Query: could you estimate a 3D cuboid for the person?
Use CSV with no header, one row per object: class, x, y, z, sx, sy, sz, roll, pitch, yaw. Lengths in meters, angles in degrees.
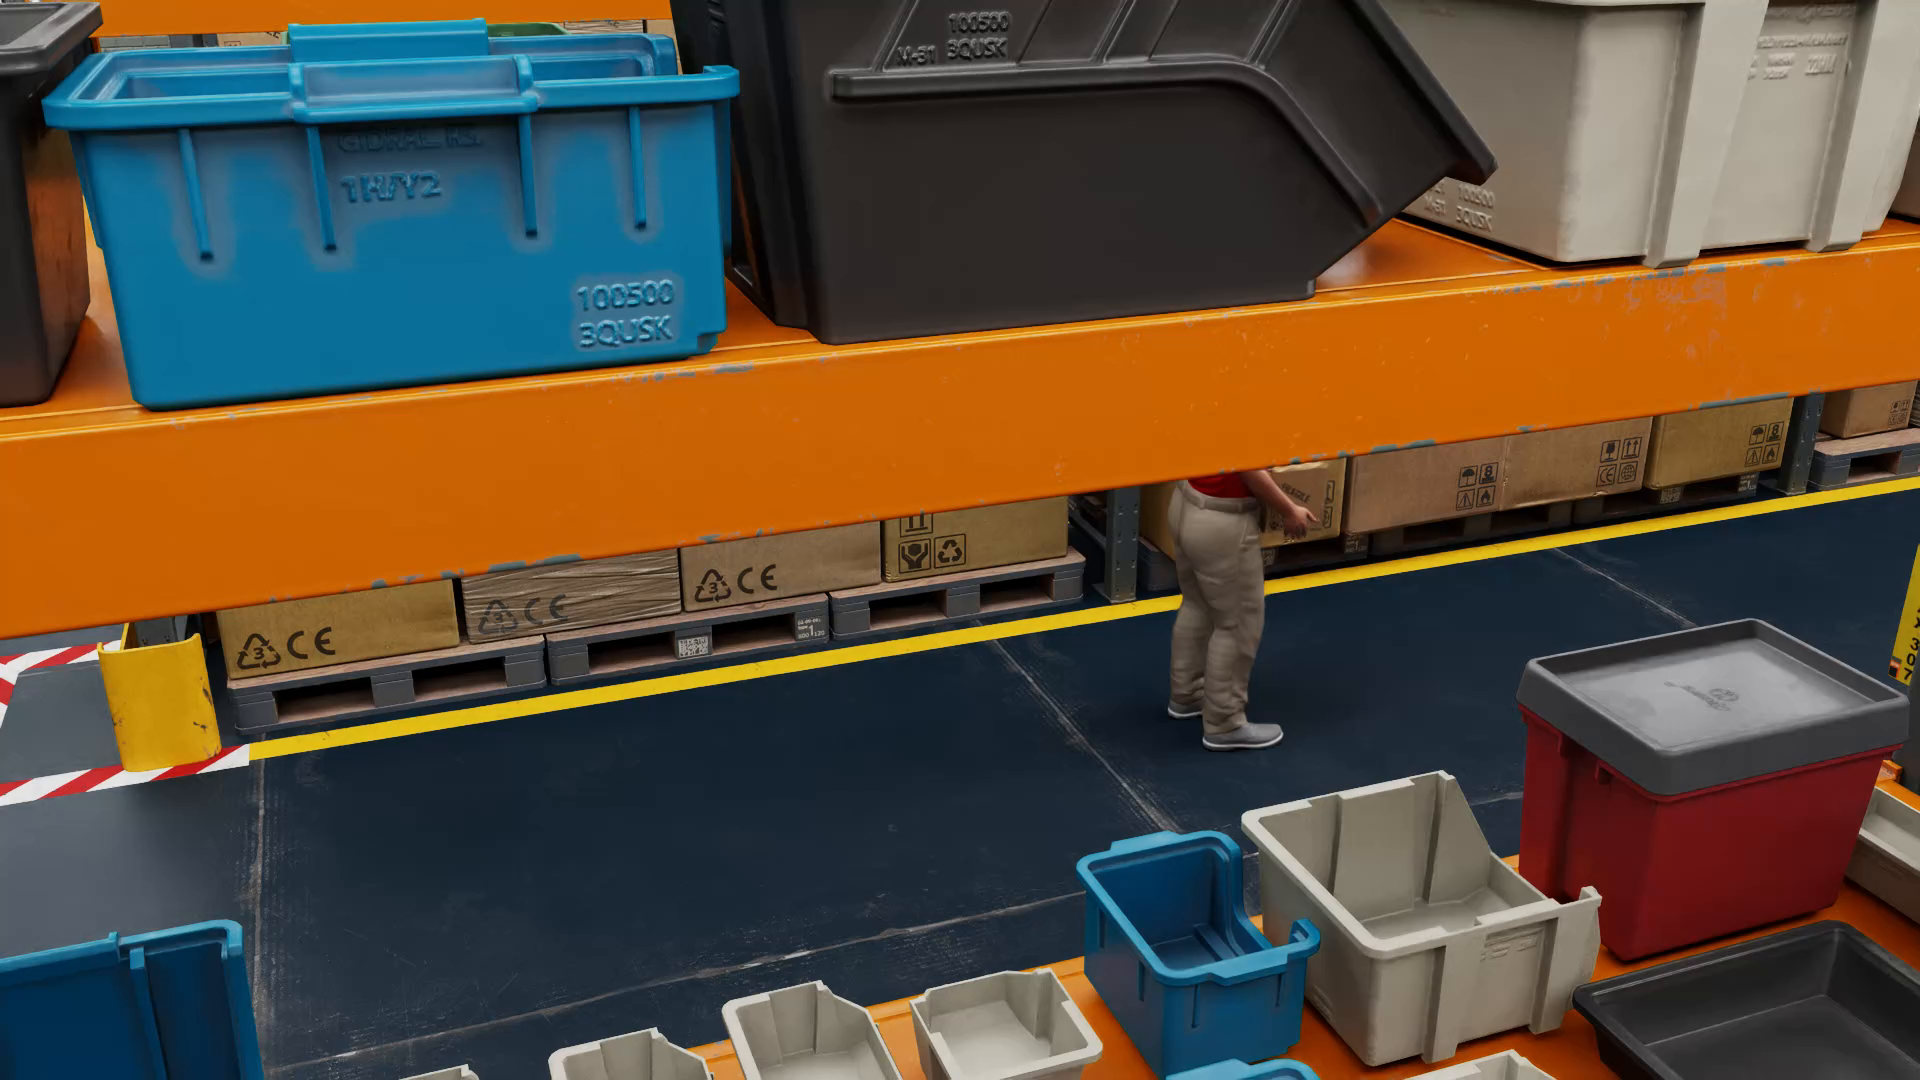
person,1.047,-0.066,6.271,0.521,1.726,0.505,-4,23,-9
